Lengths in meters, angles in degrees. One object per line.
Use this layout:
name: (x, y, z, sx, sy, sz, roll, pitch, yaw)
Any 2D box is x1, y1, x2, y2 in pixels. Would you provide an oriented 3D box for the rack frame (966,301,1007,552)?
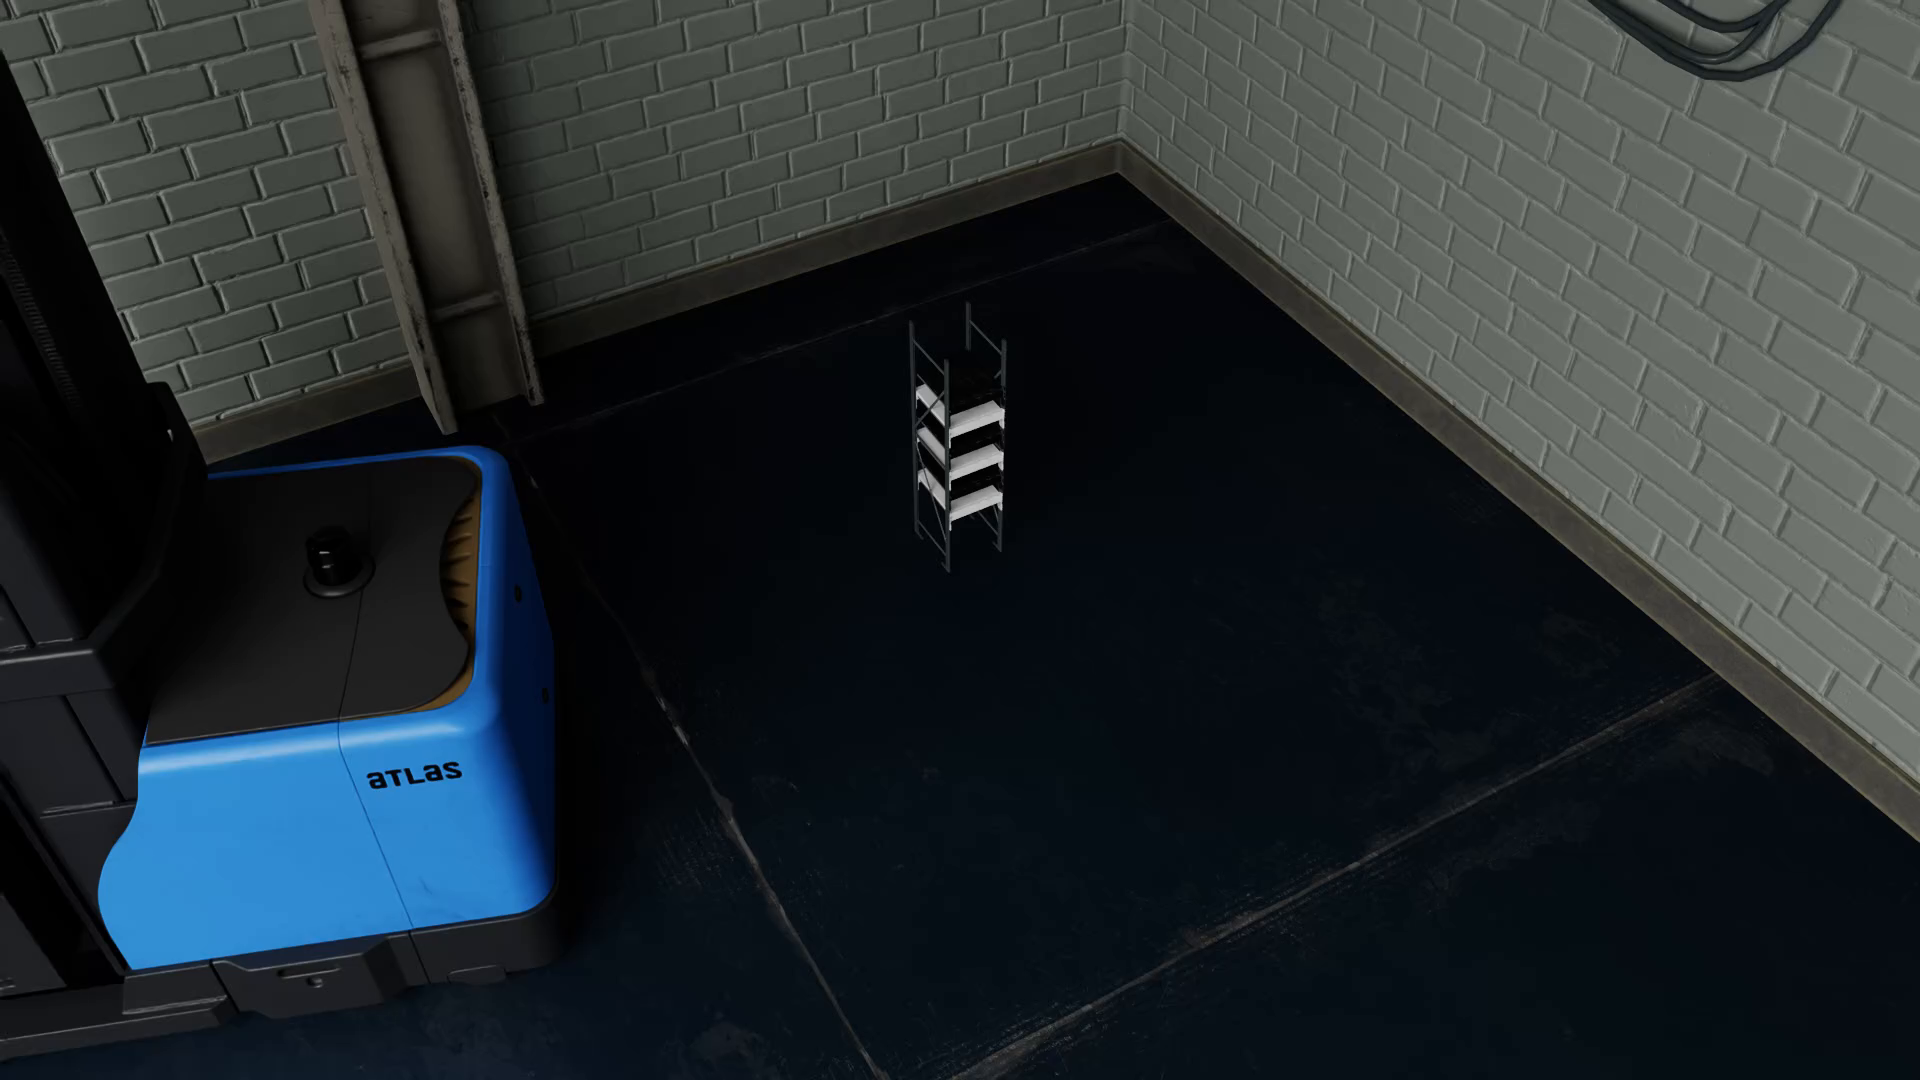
rack frame: (0.081, -0.355, 5.470, 0.006, 0.900, 0.240, -22, 48, -21)

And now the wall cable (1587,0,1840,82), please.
wall cable: (1.402, -2.886, 4.492, 0.112, 2.526, 3.097, -22, 48, -21)

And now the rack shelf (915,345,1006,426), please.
rack shelf: (-0.007, -0.490, 5.269, 0.200, 0.077, 0.258, -22, 48, -21)

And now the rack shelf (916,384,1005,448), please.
rack shelf: (-0.007, -0.425, 5.332, 0.200, 0.077, 0.258, -22, 48, -21)

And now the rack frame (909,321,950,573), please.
rack frame: (-0.095, -0.285, 5.397, 0.006, 0.900, 0.240, -22, 48, -21)

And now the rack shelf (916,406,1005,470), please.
rack shelf: (-0.007, -0.361, 5.394, 0.200, 0.077, 0.258, -22, 48, -21)

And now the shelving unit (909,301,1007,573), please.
shelving unit: (-0.007, -0.320, 5.434, 0.210, 0.900, 0.258, -22, 48, -21)

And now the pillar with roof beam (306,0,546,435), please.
pillar with roof beam: (0.333, -1.177, 0.501, 0.400, 9.000, 9.100, -22, 48, -21)

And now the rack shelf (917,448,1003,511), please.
rack shelf: (-0.007, -0.232, 5.520, 0.200, 0.077, 0.258, -22, 48, -21)

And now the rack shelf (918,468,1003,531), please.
rack shelf: (-0.007, -0.167, 5.582, 0.200, 0.077, 0.258, -22, 48, -21)

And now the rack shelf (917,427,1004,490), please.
rack shelf: (-0.007, -0.296, 5.457, 0.200, 0.077, 0.258, -22, 48, -21)

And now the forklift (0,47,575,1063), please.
forklift: (-2.620, -0.041, 3.687, 3.031, 2.935, 1.130, -7, 45, -7)
